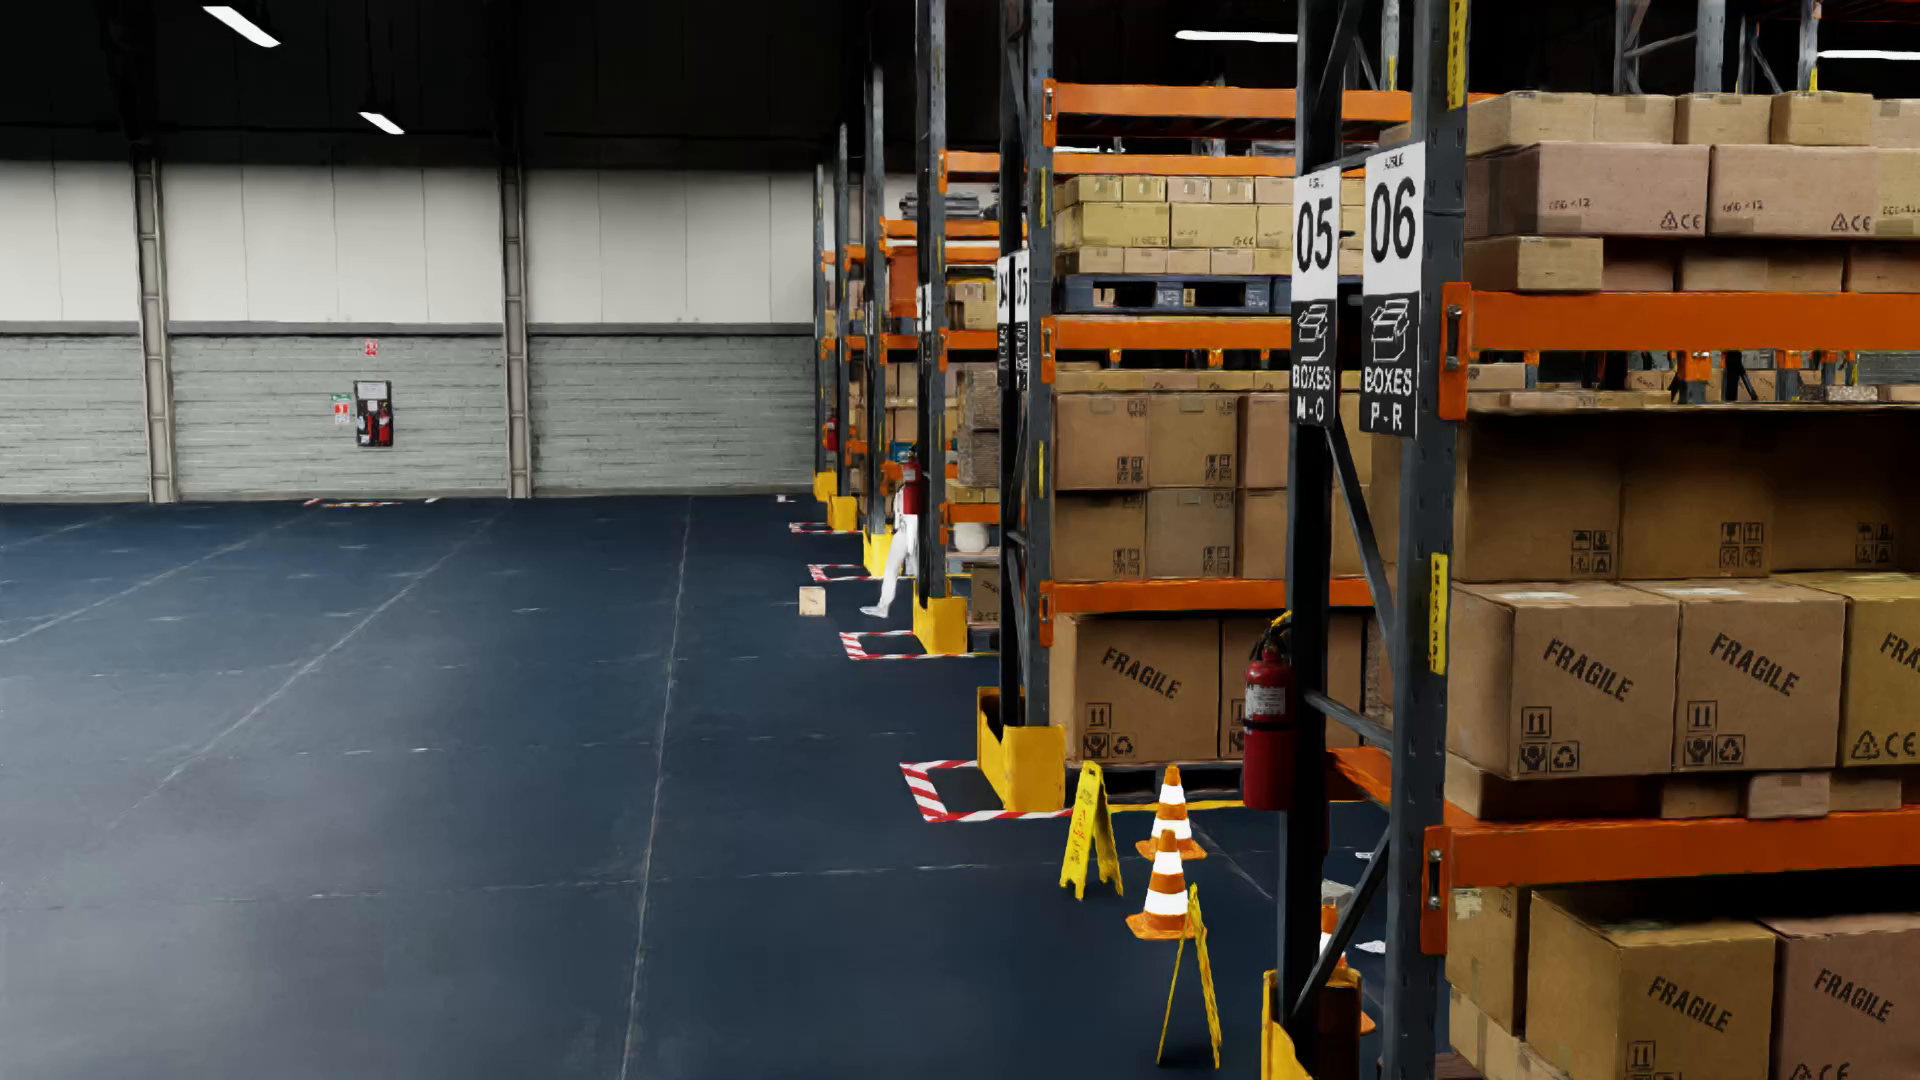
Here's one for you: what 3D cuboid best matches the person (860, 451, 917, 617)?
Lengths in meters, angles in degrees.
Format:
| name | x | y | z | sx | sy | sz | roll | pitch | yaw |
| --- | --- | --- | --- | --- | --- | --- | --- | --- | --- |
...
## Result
| name | x | y | z | sx | sy | sz | roll | pitch | yaw |
| --- | --- | --- | --- | --- | --- | --- | --- | --- | --- |
| person | -0.524 | -0.068 | 16.396 | 0.876 | 1.628 | 0.519 | 1 | 7 | 10 |
